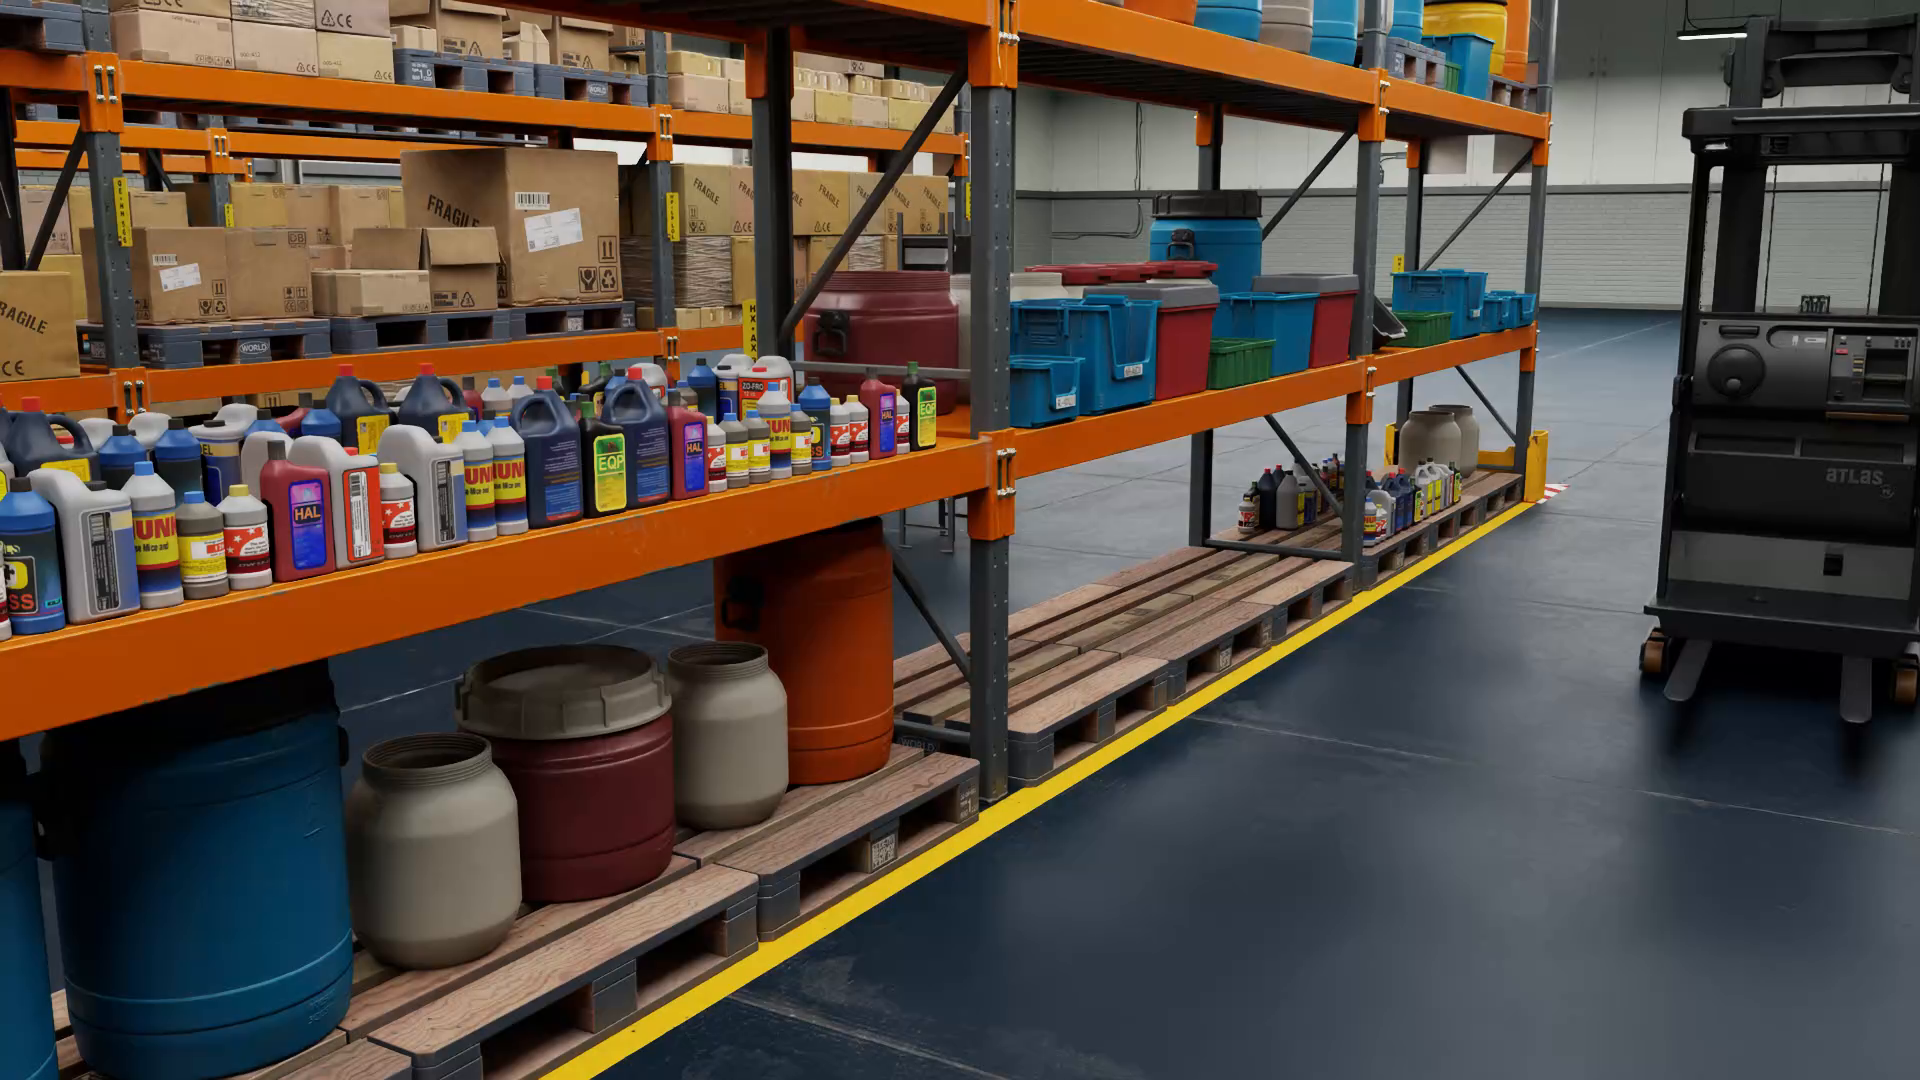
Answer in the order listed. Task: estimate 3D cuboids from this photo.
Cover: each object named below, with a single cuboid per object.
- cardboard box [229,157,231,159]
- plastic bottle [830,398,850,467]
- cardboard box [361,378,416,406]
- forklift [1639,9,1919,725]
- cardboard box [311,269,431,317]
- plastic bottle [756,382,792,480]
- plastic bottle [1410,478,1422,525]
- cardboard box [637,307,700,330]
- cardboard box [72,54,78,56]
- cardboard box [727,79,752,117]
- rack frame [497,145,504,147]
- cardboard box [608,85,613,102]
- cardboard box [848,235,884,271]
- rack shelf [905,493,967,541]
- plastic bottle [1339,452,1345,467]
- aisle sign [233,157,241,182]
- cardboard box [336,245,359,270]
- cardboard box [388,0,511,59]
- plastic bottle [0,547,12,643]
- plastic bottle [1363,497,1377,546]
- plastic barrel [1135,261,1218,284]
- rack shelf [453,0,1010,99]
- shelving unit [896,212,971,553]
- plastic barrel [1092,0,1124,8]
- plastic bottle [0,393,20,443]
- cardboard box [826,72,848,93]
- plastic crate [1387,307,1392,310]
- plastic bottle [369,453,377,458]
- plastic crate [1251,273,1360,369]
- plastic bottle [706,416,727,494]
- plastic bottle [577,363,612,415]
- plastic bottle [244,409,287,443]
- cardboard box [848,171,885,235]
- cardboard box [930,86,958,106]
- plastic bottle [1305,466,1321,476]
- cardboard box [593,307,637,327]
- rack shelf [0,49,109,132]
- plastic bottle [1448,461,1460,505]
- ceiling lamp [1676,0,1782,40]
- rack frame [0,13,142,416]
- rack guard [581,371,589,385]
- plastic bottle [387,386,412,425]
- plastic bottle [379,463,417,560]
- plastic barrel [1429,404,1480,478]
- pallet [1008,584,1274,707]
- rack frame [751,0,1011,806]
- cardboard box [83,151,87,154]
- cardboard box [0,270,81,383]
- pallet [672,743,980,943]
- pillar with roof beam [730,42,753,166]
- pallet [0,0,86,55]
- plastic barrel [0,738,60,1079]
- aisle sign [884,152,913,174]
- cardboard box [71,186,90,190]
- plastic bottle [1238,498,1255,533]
[{"bbox_3d":[-8.782,-4.540,19.501,0.380,0.149,0.250,6,12,31],"label":"cardboard box"},{"bbox_3d":[-0.378,-0.324,4.988,0.097,0.201,0.097,0,11,0],"label":"plastic bottle"},{"bbox_3d":[-5.779,-1.583,15.803,0.875,0.875,0.875,6,12,31],"label":"cardboard box"},{"bbox_3d":[3.731,-0.826,7.316,1.130,2.935,3.031,6,12,28],"label":"forklift"},{"bbox_3d":[-3.453,-1.442,9.684,0.500,0.250,0.500,6,12,29],"label":"cardboard box"},{"bbox_3d":[-0.529,-0.313,4.736,0.097,0.271,0.097,0,11,0],"label":"plastic bottle"},{"bbox_3d":[2.783,-0.243,10.203,0.061,0.283,0.133,7,13,33],"label":"plastic bottle"},{"bbox_3d":[-2.074,-1.578,11.829,0.380,0.149,0.250,6,12,31],"label":"cardboard box"},{"bbox_3d":[-4.483,-2.566,8.681,0.500,0.250,0.500,6,12,31],"label":"cardboard box"},{"bbox_3d":[-1.720,-3.227,12.211,0.500,0.250,0.500,6,12,30],"label":"cardboard box"},{"bbox_3d":[-4.553,-2.815,17.755,1.000,3.000,0.127,6,12,31],"label":"rack frame"},{"bbox_3d":[-2.429,-3.194,12.032,0.500,0.250,0.500,7,13,33],"label":"cardboard box"},{"bbox_3d":[-1.129,-2.272,13.775,0.875,0.500,0.500,6,12,31],"label":"cardboard box"},{"bbox_3d":[-0.086,-0.305,10.668,0.431,0.518,0.480,6,12,31],"label":"rack shelf"},{"bbox_3d":[2.659,-0.472,11.458,0.097,0.271,0.097,0,11,0],"label":"plastic bottle"},{"bbox_3d":[-8.556,-4.532,19.861,0.394,0.787,0.004,6,12,31],"label":"aisle sign"},{"bbox_3d":[-5.801,-2.481,15.564,0.875,0.550,0.550,6,12,31],"label":"cardboard box"},{"bbox_3d":[-3.260,-3.215,10.318,0.797,0.503,0.637,7,13,33],"label":"cardboard box"},{"bbox_3d":[-1.695,0.075,2.857,0.097,0.201,0.097,0,11,0],"label":"plastic bottle"},{"bbox_3d":[2.330,-0.107,9.506,0.097,0.271,0.097,0,11,0],"label":"plastic bottle"},{"bbox_3d":[1.106,-1.160,8.547,0.433,0.535,0.433,0,11,0],"label":"plastic barrel"},{"bbox_3d":[-1.325,-1.400,4.001,1.077,0.370,4.000,6,12,31],"label":"rack shelf"},{"bbox_3d":[-0.086,-1.006,10.536,0.431,2.100,0.503,6,12,31],"label":"shelving unit"},{"bbox_3d":[0.325,-2.423,6.148,0.600,0.901,0.600,0,11,0],"label":"plastic barrel"},{"bbox_3d":[-2.070,-0.146,3.629,0.144,0.351,0.185,6,12,31],"label":"plastic bottle"},{"bbox_3d":[-1.107,-3.606,13.152,0.380,0.149,0.250,6,12,28],"label":"cardboard box"},{"bbox_3d":[3.127,-1.613,12.048,0.298,0.136,0.250,6,12,31],"label":"plastic crate"},{"bbox_3d":[-1.313,-0.095,3.764,0.097,0.201,0.097,0,11,0],"label":"plastic bottle"},{"bbox_3d":[1.800,-1.149,8.682,0.402,0.464,0.583,6,12,31],"label":"plastic crate"},{"bbox_3d":[-0.681,-0.232,4.498,0.097,0.201,0.097,0,11,0],"label":"plastic bottle"},{"bbox_3d":[-1.136,-0.410,5.225,0.061,0.283,0.133,6,12,31],"label":"plastic bottle"},{"bbox_3d":[-1.677,-0.180,4.029,0.097,0.271,0.097,0,11,0],"label":"plastic bottle"},{"bbox_3d":[-0.957,-2.745,13.580,0.500,0.500,0.500,6,12,31],"label":"cardboard box"},{"bbox_3d":[-0.244,-3.849,14.447,0.380,0.149,0.250,6,12,31],"label":"cardboard box"},{"bbox_3d":[2.233,-0.336,10.716,0.152,0.276,0.135,7,12,32],"label":"plastic bottle"},{"bbox_3d":[-2.583,-1.635,12.132,0.380,0.149,0.250,6,12,31],"label":"cardboard box"},{"bbox_3d":[-5.558,-1.874,6.528,1.077,0.370,4.000,6,12,31],"label":"rack shelf"},{"bbox_3d":[3.243,-0.383,10.947,0.061,0.283,0.133,7,13,32],"label":"plastic bottle"},{"bbox_3d":[15.766,-11.817,33.670,2.000,3.185,0.800,6,12,31],"label":"ceiling lamp"},{"bbox_3d":[-4.520,-1.067,8.418,1.000,3.000,0.127,6,12,31],"label":"rack frame"},{"bbox_3d":[-4.541,-1.590,18.005,1.175,0.500,0.348,6,12,31],"label":"rack guard"},{"bbox_3d":[-1.508,-0.278,4.538,0.152,0.276,0.135,6,12,31],"label":"plastic bottle"},{"bbox_3d":[-1.233,-0.065,3.604,0.097,0.201,0.097,0,11,0],"label":"plastic bottle"},{"bbox_3d":[3.590,-0.725,12.210,0.421,0.512,0.421,0,11,0],"label":"plastic barrel"},{"bbox_3d":[0.783,0.467,7.799,1.003,0.211,1.213,6,12,31],"label":"pallet"},{"bbox_3d":[-0.287,-0.594,5.891,1.000,3.000,0.127,6,12,31],"label":"rack frame"},{"bbox_3d":[-9.542,-4.295,18.188,0.380,0.149,0.250,6,12,30],"label":"cardboard box"},{"bbox_3d":[-4.564,-1.015,7.868,0.500,0.500,0.500,7,13,32],"label":"cardboard box"},{"bbox_3d":[-0.660,0.904,5.464,1.003,0.211,1.213,6,12,31],"label":"pallet"},{"bbox_3d":[-1.188,-9.091,34.973,9.100,9.000,0.548,6,12,31],"label":"pillar with roof beam"},{"bbox_3d":[-4.809,-2.343,7.592,1.213,0.211,1.003,7,13,33],"label":"pallet"},{"bbox_3d":[-2.066,0.776,3.133,0.600,0.901,0.708,6,12,31],"label":"plastic barrel"},{"bbox_3d":[-0.591,-3.642,15.105,0.394,0.787,0.004,6,12,31],"label":"aisle sign"},{"bbox_3d":[-9.738,-3.624,18.276,0.700,0.500,0.500,6,12,30],"label":"cardboard box"},{"bbox_3d":[1.712,-0.151,9.932,0.097,0.201,0.097,0,11,0],"label":"plastic bottle"}]
